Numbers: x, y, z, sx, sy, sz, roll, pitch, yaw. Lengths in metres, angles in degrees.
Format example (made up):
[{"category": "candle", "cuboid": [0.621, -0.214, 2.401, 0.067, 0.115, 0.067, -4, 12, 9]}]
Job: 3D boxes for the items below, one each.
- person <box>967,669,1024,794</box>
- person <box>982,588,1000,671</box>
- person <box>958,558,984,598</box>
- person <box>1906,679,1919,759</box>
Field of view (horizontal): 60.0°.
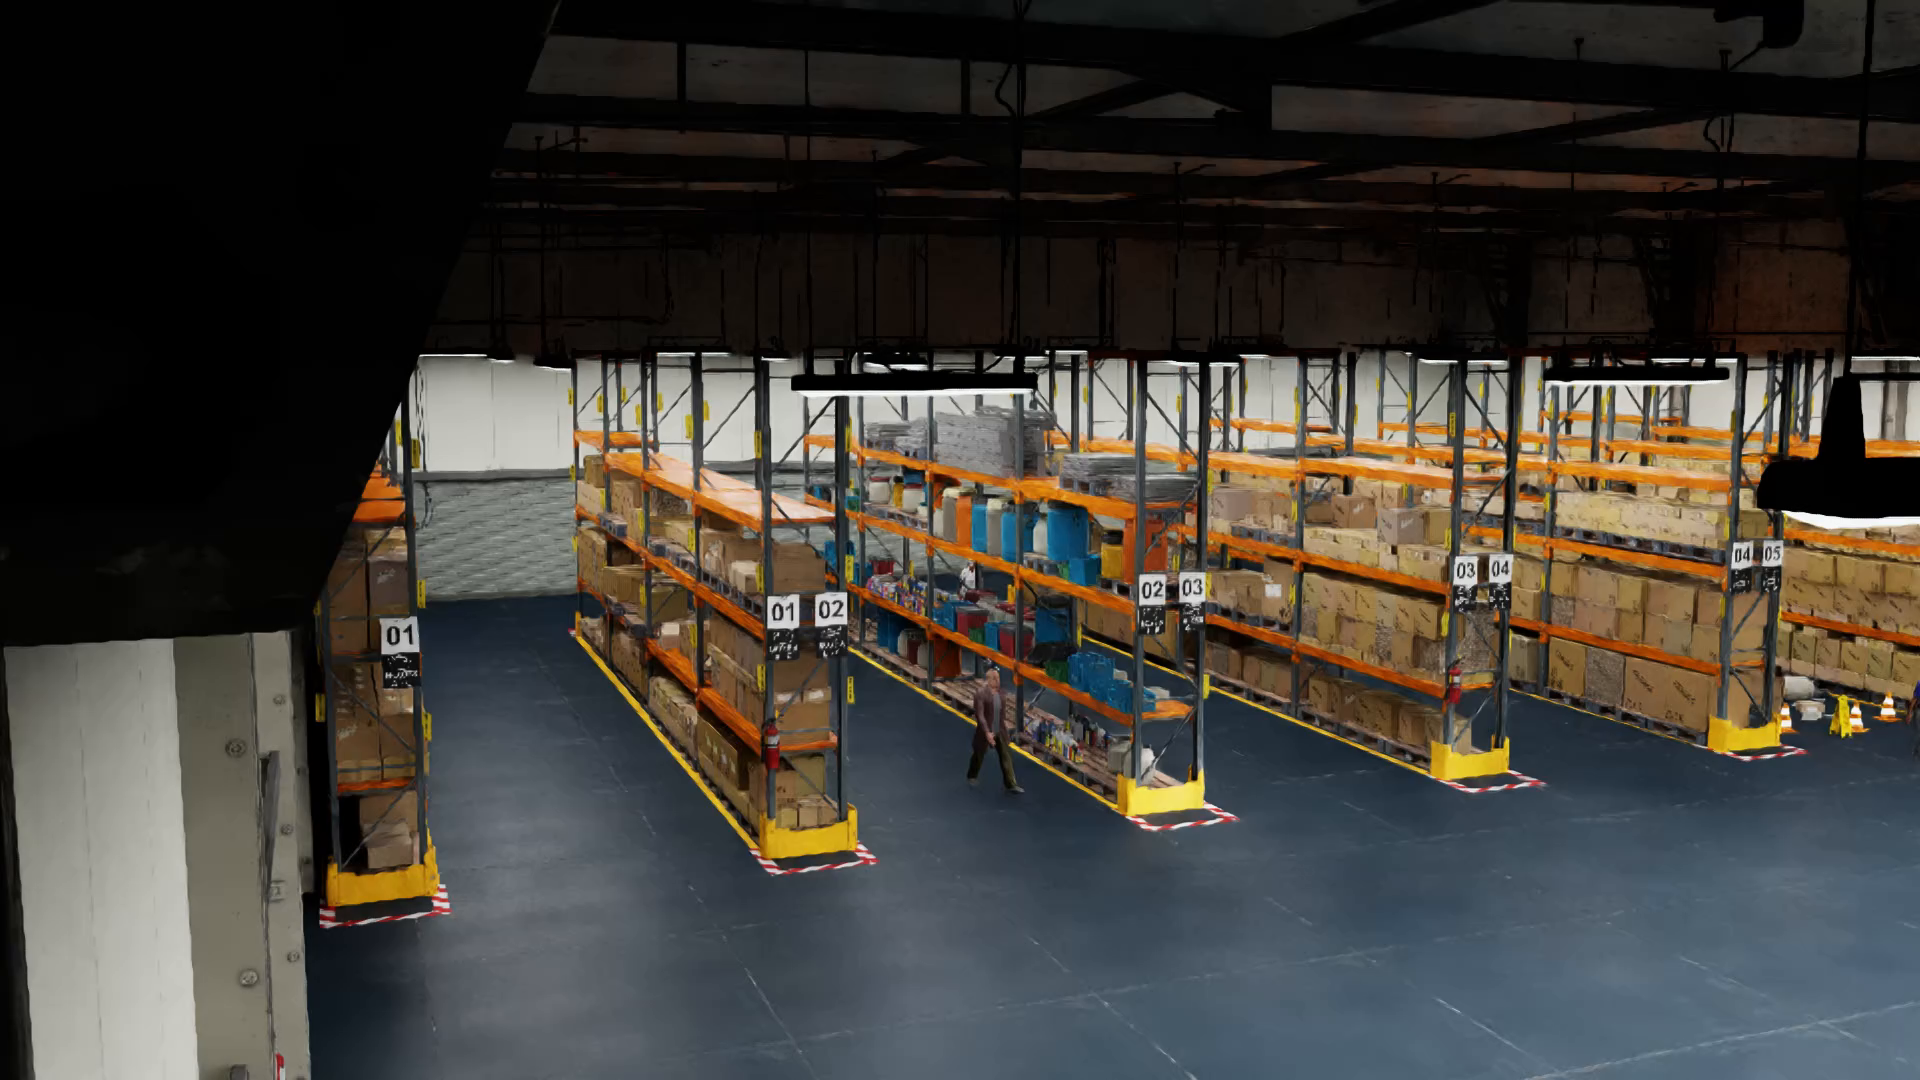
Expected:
[{"category": "person", "cuboid": [0.437, 2.621, 22.915, 0.580, 1.715, 1.102, -4, 8, -28]}, {"category": "person", "cuboid": [0.624, 1.660, 31.402, 0.432, 1.539, 0.948, -3, 8, -22]}, {"category": "person", "cuboid": [0.248, 1.155, 35.227, 0.493, 1.606, 1.001, -3, 8, -22]}, {"category": "person", "cuboid": [14.100, 2.542, 24.212, 0.502, 1.580, 0.943, 0, 7, 1]}]
